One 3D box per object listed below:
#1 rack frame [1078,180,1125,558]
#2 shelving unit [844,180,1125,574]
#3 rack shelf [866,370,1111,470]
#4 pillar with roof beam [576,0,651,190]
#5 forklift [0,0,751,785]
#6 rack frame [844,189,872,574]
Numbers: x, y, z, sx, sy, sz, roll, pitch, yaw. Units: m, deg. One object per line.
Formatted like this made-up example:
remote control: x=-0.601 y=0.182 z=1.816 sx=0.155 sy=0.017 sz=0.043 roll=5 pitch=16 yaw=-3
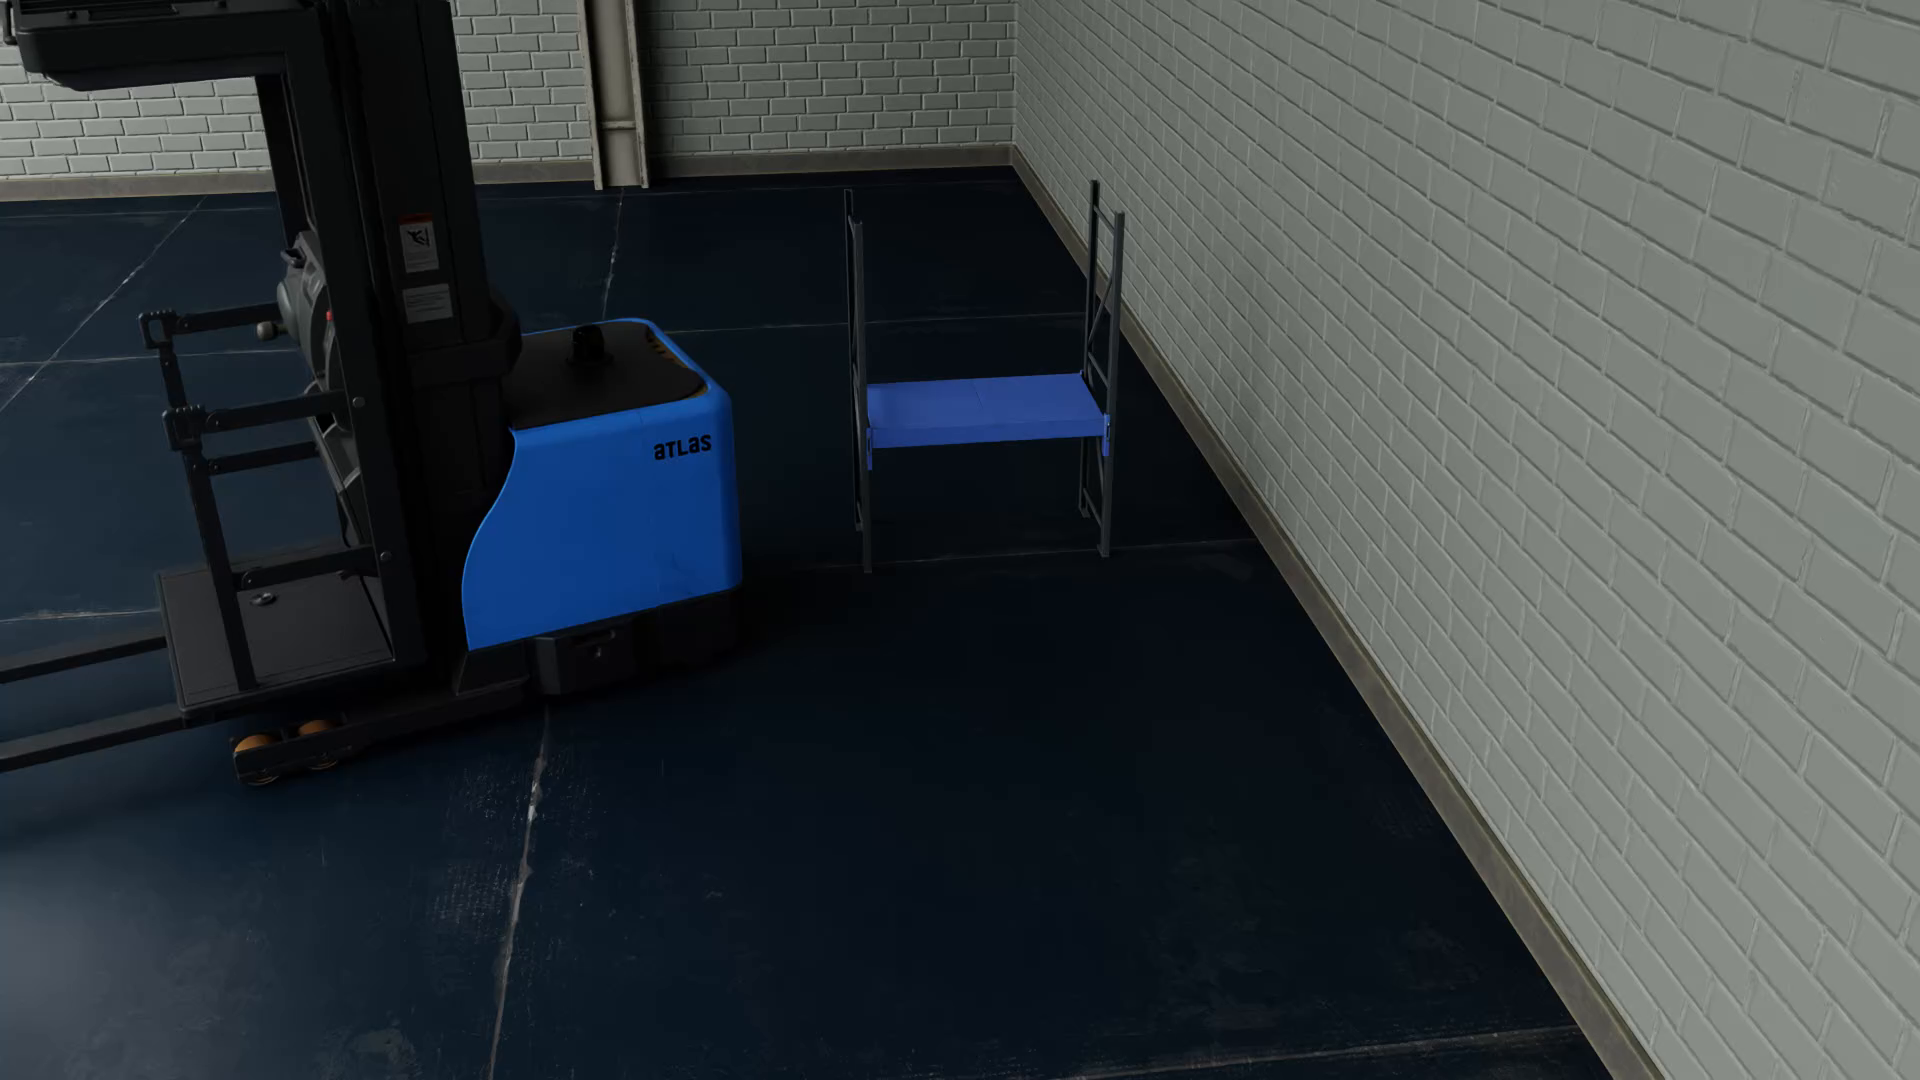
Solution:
rack frame: x=0.588 y=-0.705 z=6.981 sx=0.032 sy=1.500 sz=0.500 roll=-4 pitch=27 yaw=-7
shelving unit: x=0.084 y=-0.673 z=6.918 sx=1.048 sy=1.500 sz=0.538 roll=-4 pitch=27 yaw=-7
rack shelf: x=0.084 y=-0.513 z=7.000 sx=1.000 sy=0.185 sz=0.538 roll=-4 pitch=27 yaw=-7
pillar with roof beam: x=-1.922 y=-4.730 z=6.610 sx=0.400 sy=9.000 sz=9.100 roll=-4 pitch=27 yaw=-7
forklift: x=-2.353 y=-0.750 z=5.501 sx=3.031 sy=2.935 sz=1.130 roll=-13 pitch=30 yaw=-24
rack frame: x=-0.419 y=-0.640 z=6.855 sx=0.032 sy=1.500 sz=0.500 roll=-4 pitch=27 yaw=-7
